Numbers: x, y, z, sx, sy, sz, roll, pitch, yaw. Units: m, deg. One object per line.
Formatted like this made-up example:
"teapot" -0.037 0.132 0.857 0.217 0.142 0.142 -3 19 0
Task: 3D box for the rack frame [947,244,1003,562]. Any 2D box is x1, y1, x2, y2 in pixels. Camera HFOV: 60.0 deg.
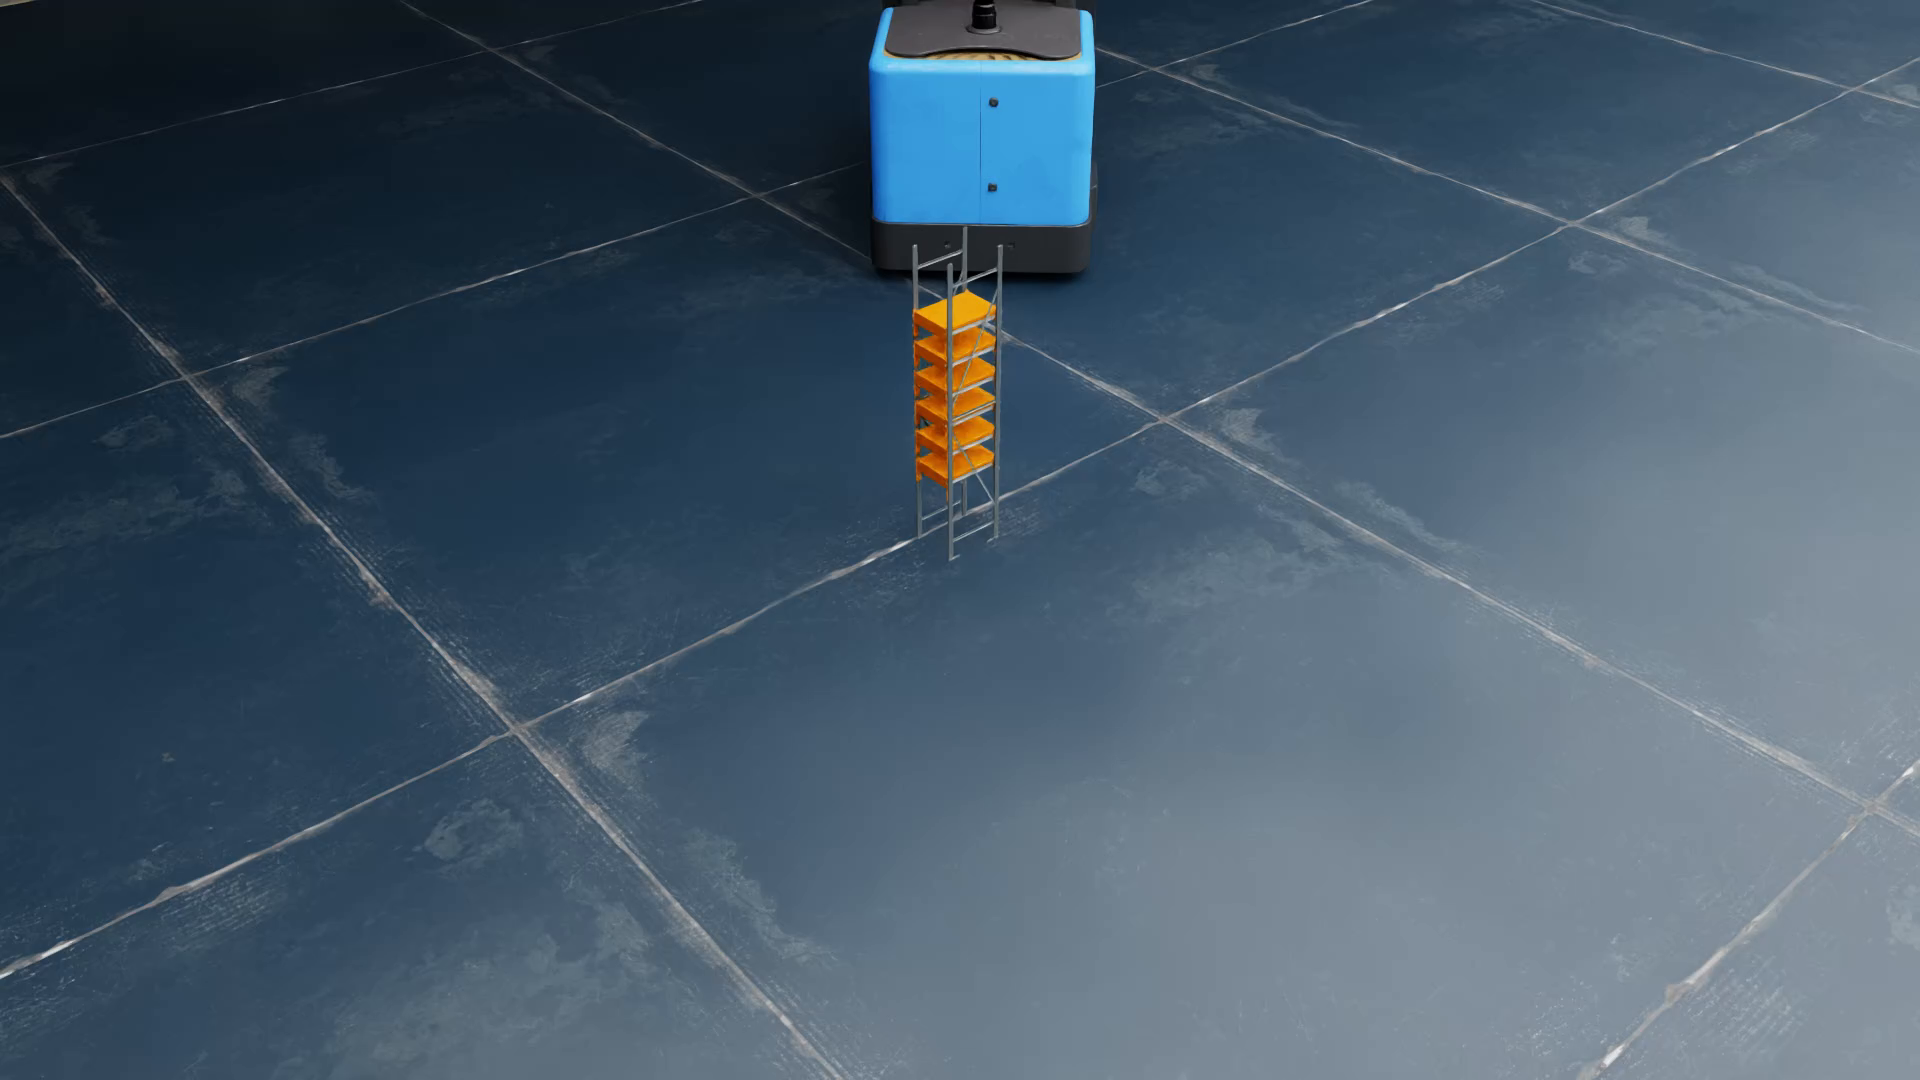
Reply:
"rack frame" 0.050 -0.456 5.855 0.240 1.200 0.006 -26 43 -32

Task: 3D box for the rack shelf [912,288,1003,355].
"rack shelf" -0.009 -0.754 5.730 0.258 0.103 0.180 -26 43 -32

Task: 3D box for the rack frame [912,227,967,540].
"rack frame" -0.068 -0.536 5.969 0.240 1.200 0.006 -26 43 -32

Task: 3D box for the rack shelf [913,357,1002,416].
"rack shelf" -0.009 -0.558 5.869 0.258 0.103 0.180 -26 43 -32

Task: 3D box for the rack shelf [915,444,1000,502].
"rack shelf" -0.009 -0.264 6.077 0.258 0.103 0.180 -26 43 -32

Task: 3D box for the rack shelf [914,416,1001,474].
"rack shelf" -0.009 -0.362 6.007 0.258 0.103 0.180 -26 43 -32

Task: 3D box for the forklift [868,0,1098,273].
"forklift" 0.159 -3.292 8.363 1.130 2.935 3.031 1 35 2

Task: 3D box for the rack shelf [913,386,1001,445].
"rack shelf" -0.009 -0.460 5.938 0.258 0.103 0.180 -26 43 -32

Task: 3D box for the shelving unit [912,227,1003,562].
"shelving unit" -0.009 -0.496 5.912 0.258 1.200 0.189 -26 43 -32

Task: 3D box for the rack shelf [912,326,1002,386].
"rack shelf" -0.009 -0.656 5.799 0.258 0.103 0.180 -26 43 -32
